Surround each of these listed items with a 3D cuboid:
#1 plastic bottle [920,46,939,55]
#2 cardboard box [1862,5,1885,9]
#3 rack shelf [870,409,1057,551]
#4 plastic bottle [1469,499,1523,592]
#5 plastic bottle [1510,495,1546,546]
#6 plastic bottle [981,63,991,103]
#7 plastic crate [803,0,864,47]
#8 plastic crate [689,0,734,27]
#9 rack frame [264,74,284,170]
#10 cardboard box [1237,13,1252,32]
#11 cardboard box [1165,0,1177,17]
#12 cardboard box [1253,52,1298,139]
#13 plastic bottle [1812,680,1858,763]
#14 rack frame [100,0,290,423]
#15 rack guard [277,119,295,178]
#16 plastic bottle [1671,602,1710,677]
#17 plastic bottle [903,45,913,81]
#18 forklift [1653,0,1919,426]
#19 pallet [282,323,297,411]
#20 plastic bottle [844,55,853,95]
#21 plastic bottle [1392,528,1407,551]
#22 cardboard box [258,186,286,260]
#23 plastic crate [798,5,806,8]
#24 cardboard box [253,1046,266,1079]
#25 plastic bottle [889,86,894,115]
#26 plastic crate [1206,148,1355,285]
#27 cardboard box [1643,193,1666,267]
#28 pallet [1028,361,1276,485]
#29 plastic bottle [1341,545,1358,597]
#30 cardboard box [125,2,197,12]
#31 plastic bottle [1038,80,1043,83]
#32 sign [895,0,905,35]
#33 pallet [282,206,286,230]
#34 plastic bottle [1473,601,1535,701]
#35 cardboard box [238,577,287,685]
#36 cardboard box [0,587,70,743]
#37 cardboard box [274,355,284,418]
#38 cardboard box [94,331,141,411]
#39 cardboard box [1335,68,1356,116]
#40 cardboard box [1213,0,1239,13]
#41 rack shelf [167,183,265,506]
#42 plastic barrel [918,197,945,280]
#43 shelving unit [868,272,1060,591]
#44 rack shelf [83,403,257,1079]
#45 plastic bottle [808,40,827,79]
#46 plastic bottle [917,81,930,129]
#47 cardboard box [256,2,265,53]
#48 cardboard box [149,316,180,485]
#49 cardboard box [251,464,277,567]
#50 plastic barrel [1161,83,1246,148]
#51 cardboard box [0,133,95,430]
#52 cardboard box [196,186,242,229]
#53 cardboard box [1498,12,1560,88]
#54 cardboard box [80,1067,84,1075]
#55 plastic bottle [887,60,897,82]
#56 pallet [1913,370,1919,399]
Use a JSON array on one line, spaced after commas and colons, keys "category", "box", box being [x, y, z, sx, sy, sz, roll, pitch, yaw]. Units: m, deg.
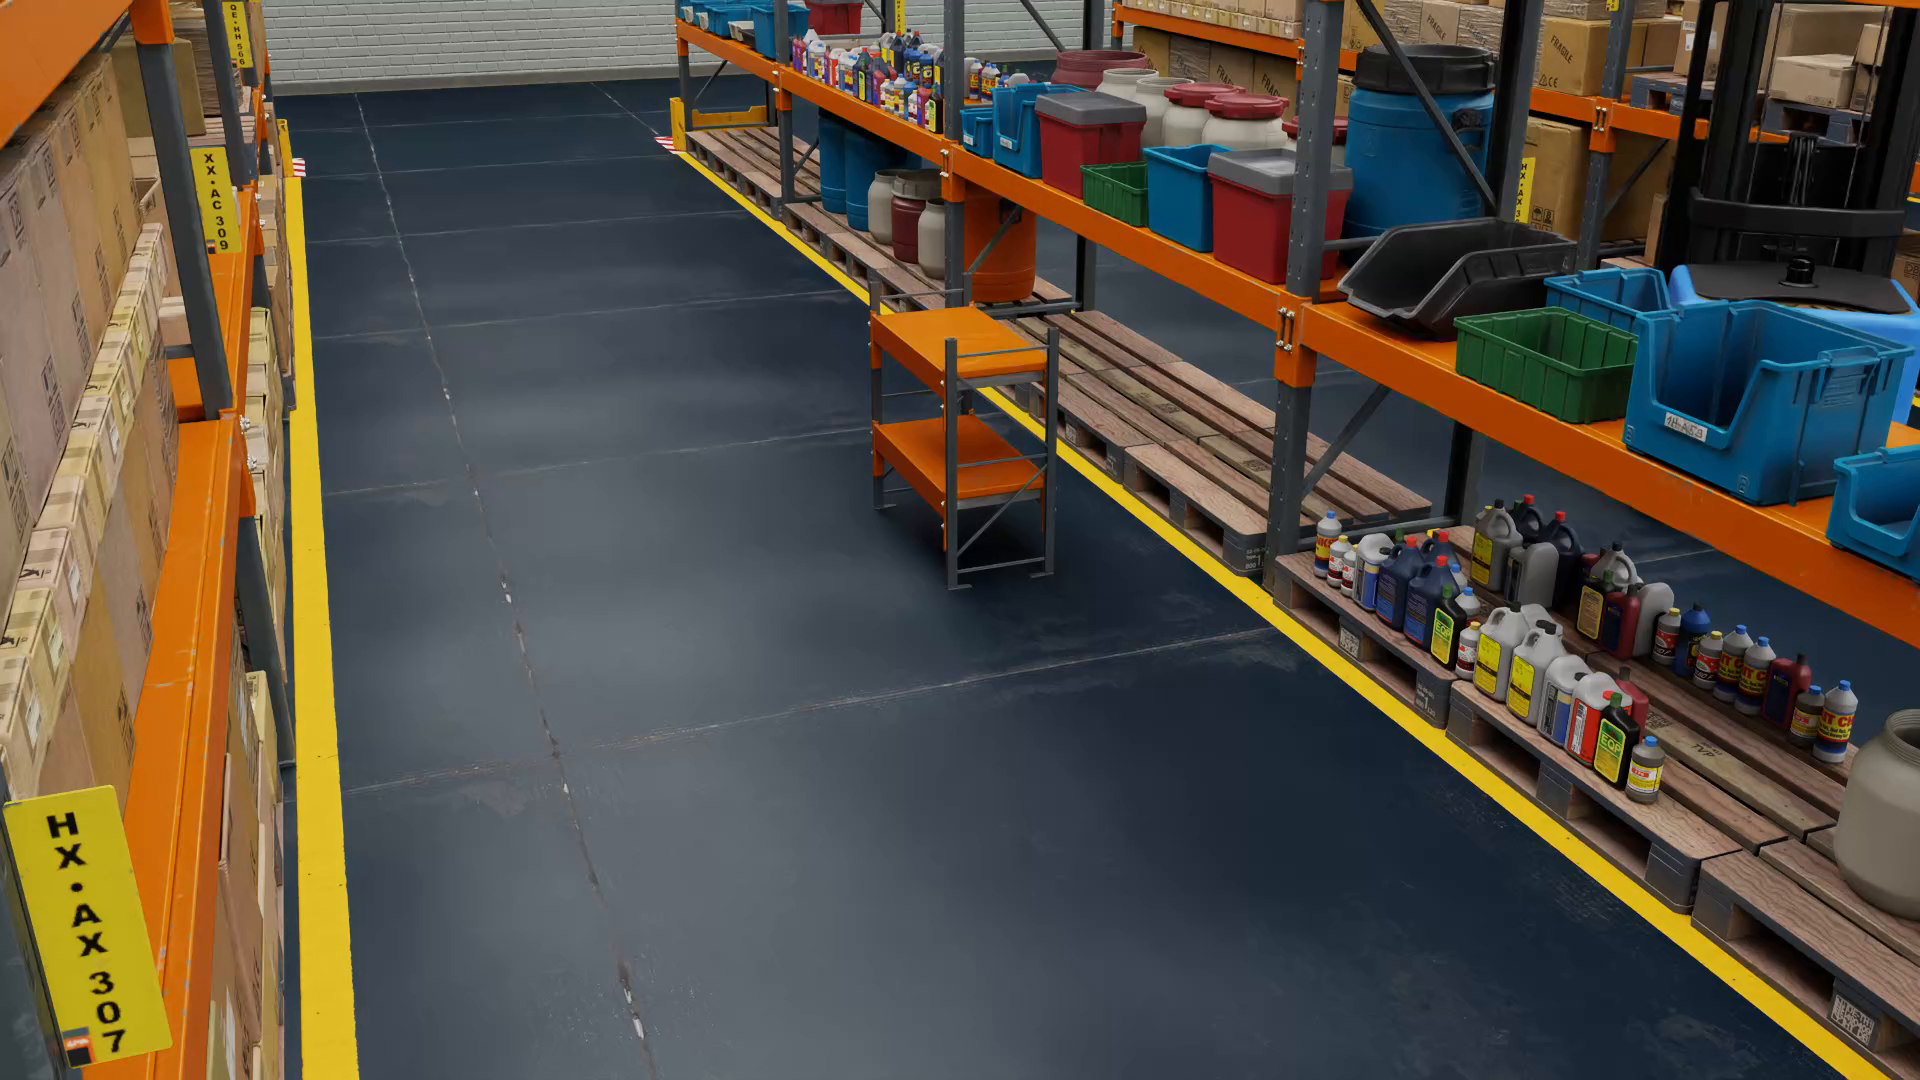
[{"category": "plastic bottle", "box": [-0.225, -3.605, 12.601, 0.152, 0.276, 0.135, -8, 24, -19]}, {"category": "cardboard box", "box": [8.463, -4.847, 15.171, 0.380, 0.149, 0.250, -9, 24, -20]}, {"category": "rack shelf", "box": [-0.002, -0.295, 7.632, 0.538, 0.278, 1.000, -8, 24, -19]}, {"category": "plastic bottle", "box": [2.167, 0.013, 6.702, 0.144, 0.351, 0.185, -8, 24, -19]}, {"category": "plastic bottle", "box": [2.302, -0.007, 6.749, 0.144, 0.351, 0.185, -9, 24, -20]}, {"category": "plastic bottle", "box": [0.199, -3.197, 11.638, 0.097, 0.271, 0.097, 0, 23, 0]}, {"category": "plastic crate", "box": [-1.102, -4.542, 14.505, 0.402, 0.464, 0.583, -8, 24, -19]}, {"category": "plastic crate", "box": [-2.423, -5.156, 16.259, 0.416, 0.233, 0.300, -8, 24, -19]}, {"category": "rack frame", "box": [-7.070, -4.901, 15.517, 1.000, 3.000, 0.127, -8, 24, -19]}, {"category": "cardboard box", "box": [2.926, -5.036, 16.160, 0.380, 0.149, 0.250, -8, 24, -18]}, {"category": "cardboard box", "box": [2.381, -5.596, 17.488, 0.380, 0.149, 0.250, -9, 24, -20]}, {"category": "cardboard box", "box": [3.454, -4.271, 16.216, 0.875, 0.875, 0.875, -8, 24, -19]}, {"category": "plastic bottle", "box": [2.869, 0.587, 5.442, 0.097, 0.271, 0.097, 0, 23, 0]}, {"category": "rack frame", "box": [-4.244, -1.994, 8.620, 1.000, 3.000, 0.127, -8, 24, -19]}, {"category": "rack guard", "box": [-7.043, -3.722, 15.937, 1.175, 0.500, 0.348, -8, 24, -19]}, {"category": "plastic bottle", "box": [2.641, 0.352, 5.998, 0.097, 0.271, 0.097, 0, 23, 0]}, {"category": "plastic bottle", "box": [-0.383, -3.628, 12.662, 0.097, 0.271, 0.097, 0, 23, 0]}, {"category": "forklift", "box": [4.235, -1.931, 8.557, 1.130, 2.935, 3.031, 7, 24, 17]}, {"category": "pallet", "box": [-4.472, -0.986, 9.818, 1.003, 0.211, 1.213, -8, 24, -19]}, {"category": "plastic bottle", "box": [-0.790, -3.380, 12.073, 0.097, 0.271, 0.097, 0, 23, 0]}, {"category": "plastic bottle", "box": [1.746, 0.104, 6.571, 0.061, 0.283, 0.133, -8, 24, -19]}, {"category": "cardboard box", "box": [-5.047, -2.178, 11.707, 0.500, 0.500, 0.500, -8, 24, -19]}, {"category": "plastic crate", "box": [-1.388, -4.679, 15.065, 0.437, 0.282, 0.530, -8, 24, -19]}, {"category": "cardboard box", "box": [-1.755, 1.398, 3.572, 0.500, 0.250, 0.500, -8, 24, -19]}, {"category": "plastic bottle", "box": [-0.427, -2.975, 11.202, 0.097, 0.201, 0.097, 0, 23, 0]}, {"category": "plastic crate", "box": [1.347, -1.383, 7.086, 0.402, 0.464, 0.583, -8, 24, -19]}, {"category": "cardboard box", "box": [5.281, -2.162, 11.671, 0.700, 0.500, 0.500, -10, 25, -22]}, {"category": "pallet", "box": [1.056, -0.658, 9.040, 1.003, 0.211, 1.213, -8, 24, -19]}, {"category": "plastic bottle", "box": [1.579, 0.117, 6.646, 0.097, 0.201, 0.097, 0, 23, 0]}, {"category": "cardboard box", "box": [-5.396, -3.244, 10.914, 0.700, 0.500, 0.500, -5, 23, -11]}, {"category": "plastic bottle", "box": [0.526, -2.861, 10.841, 0.097, 0.271, 0.097, 0, 23, 0]}, {"category": "sign", "box": [-0.506, -4.329, 13.801, 0.100, 0.325, 0.005, -8, 24, -19]}, {"category": "pallet", "box": [-5.898, -2.412, 13.202, 1.003, 0.211, 1.213, -8, 24, -19]}, {"category": "plastic bottle", "box": [1.919, 0.372, 5.850, 0.144, 0.351, 0.185, -9, 24, -19]}, {"category": "cardboard box", "box": [-2.741, 0.352, 6.053, 0.500, 0.250, 0.500, -9, 24, -20]}, {"category": "cardboard box", "box": [-1.537, 0.209, 2.429, 0.380, 0.149, 0.250, -8, 24, -19]}, {"category": "cardboard box", "box": [-3.830, -0.763, 8.698, 0.500, 0.250, 0.500, -8, 24, -18]}, {"category": "cardboard box", "box": [-2.087, -0.355, 3.767, 0.380, 0.149, 0.250, -8, 24, -17]}, {"category": "cardboard box", "box": [3.857, -3.790, 15.076, 1.225, 0.875, 0.875, -8, 24, -19]}, {"category": "cardboard box", "box": [2.845, -5.371, 16.442, 0.500, 0.250, 0.500, -8, 24, -18]}, {"category": "rack shelf", "box": [-3.537, -0.936, 7.036, 1.077, 0.370, 4.000, -8, 24, -19]}, {"category": "plastic barrel", "box": [-0.080, -2.088, 11.505, 0.421, 0.512, 0.421, 0, 23, 0]}, {"category": "shelving unit", "box": [-0.002, -0.521, 7.537, 0.538, 1.125, 1.048, -8, 24, -19]}, {"category": "rack shelf", "box": [-2.124, 0.517, 3.587, 1.077, 0.370, 4.000, -8, 24, -19]}, {"category": "plastic bottle", "box": [-1.085, -3.716, 12.863, 0.152, 0.276, 0.135, -8, 24, -19]}, {"category": "plastic bottle", "box": [-0.232, -2.791, 10.661, 0.061, 0.283, 0.133, -8, 24, -19]}, {"category": "cardboard box", "box": [-6.299, -4.452, 14.322, 0.500, 0.500, 0.500, -8, 24, -19]}, {"category": "cardboard box", "box": [-2.668, -0.427, 4.772, 0.700, 0.500, 0.500, -9, 24, -20]}, {"category": "cardboard box", "box": [-2.915, -0.093, 6.386, 0.500, 0.311, 0.500, -9, 24, -20]}, {"category": "plastic barrel", "box": [1.260, -2.083, 8.656, 0.433, 0.535, 0.433, 0, 23, 0]}, {"category": "cardboard box", "box": [-2.136, -0.478, 3.222, 0.700, 0.500, 0.500, -8, 24, -19]}, {"category": "cardboard box", "box": [-3.667, -1.590, 7.983, 0.380, 0.149, 0.250, -8, 24, -19]}, {"category": "cardboard box", "box": [4.448, -3.726, 12.599, 0.500, 0.500, 0.500, -9, 24, -19]}, {"category": "cardboard box", "box": [-1.570, 0.695, 2.111, 0.700, 0.500, 0.500, -8, 24, -19]}, {"category": "plastic bottle", "box": [-0.485, -3.210, 11.653, 0.061, 0.283, 0.133, -8, 24, -19]}, {"category": "pallet", "box": [6.162, -0.897, 9.606, 1.003, 0.211, 1.213, -8, 24, -19]}]
